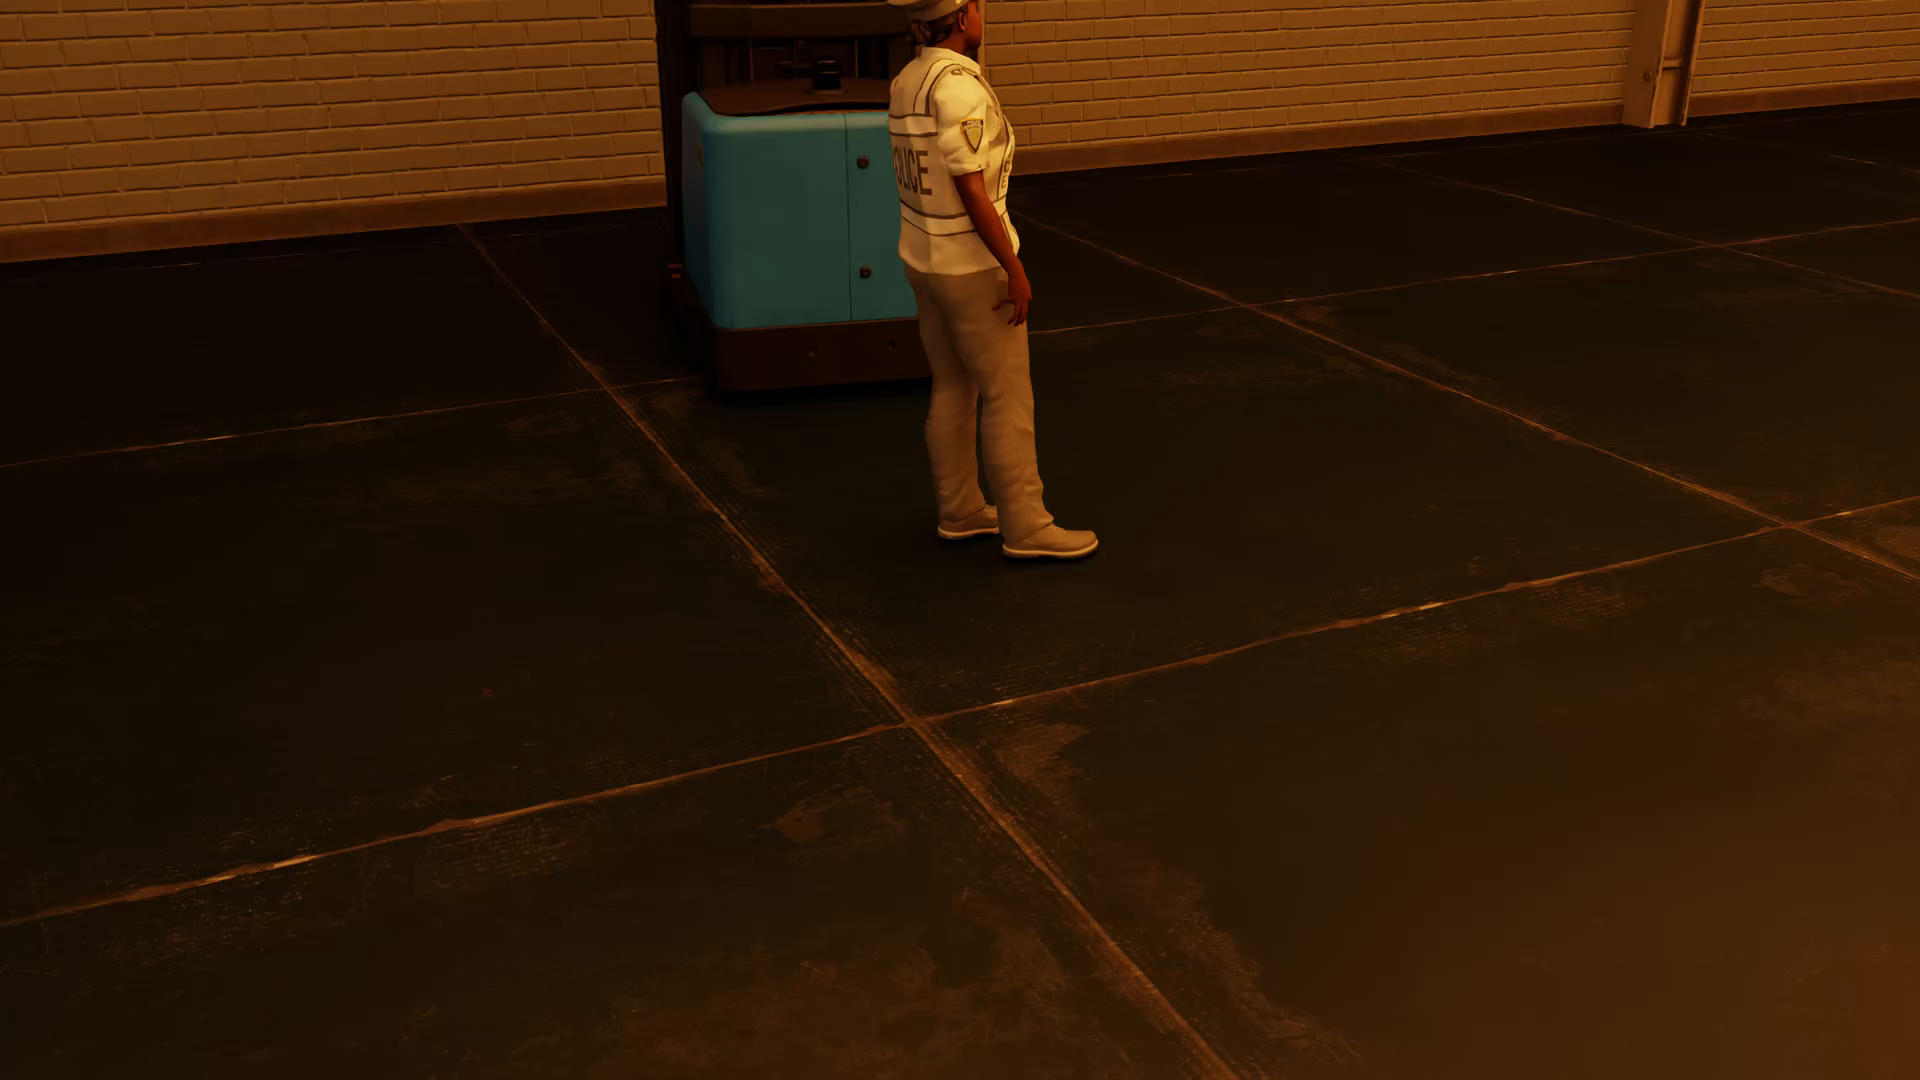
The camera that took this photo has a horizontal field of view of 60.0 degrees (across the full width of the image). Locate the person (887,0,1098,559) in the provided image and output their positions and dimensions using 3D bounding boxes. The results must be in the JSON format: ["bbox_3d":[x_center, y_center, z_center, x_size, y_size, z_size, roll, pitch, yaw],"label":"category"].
[{"bbox_3d":[0.077,-0.795,4.791,0.528,1.695,0.569,-10,25,-23],"label":"person"}]

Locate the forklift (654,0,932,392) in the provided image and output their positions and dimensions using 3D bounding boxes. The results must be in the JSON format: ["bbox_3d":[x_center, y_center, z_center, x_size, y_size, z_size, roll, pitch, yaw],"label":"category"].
[{"bbox_3d":[-0.788,-2.449,7.182,1.130,2.935,3.031,-6,23,-13],"label":"forklift"}]
